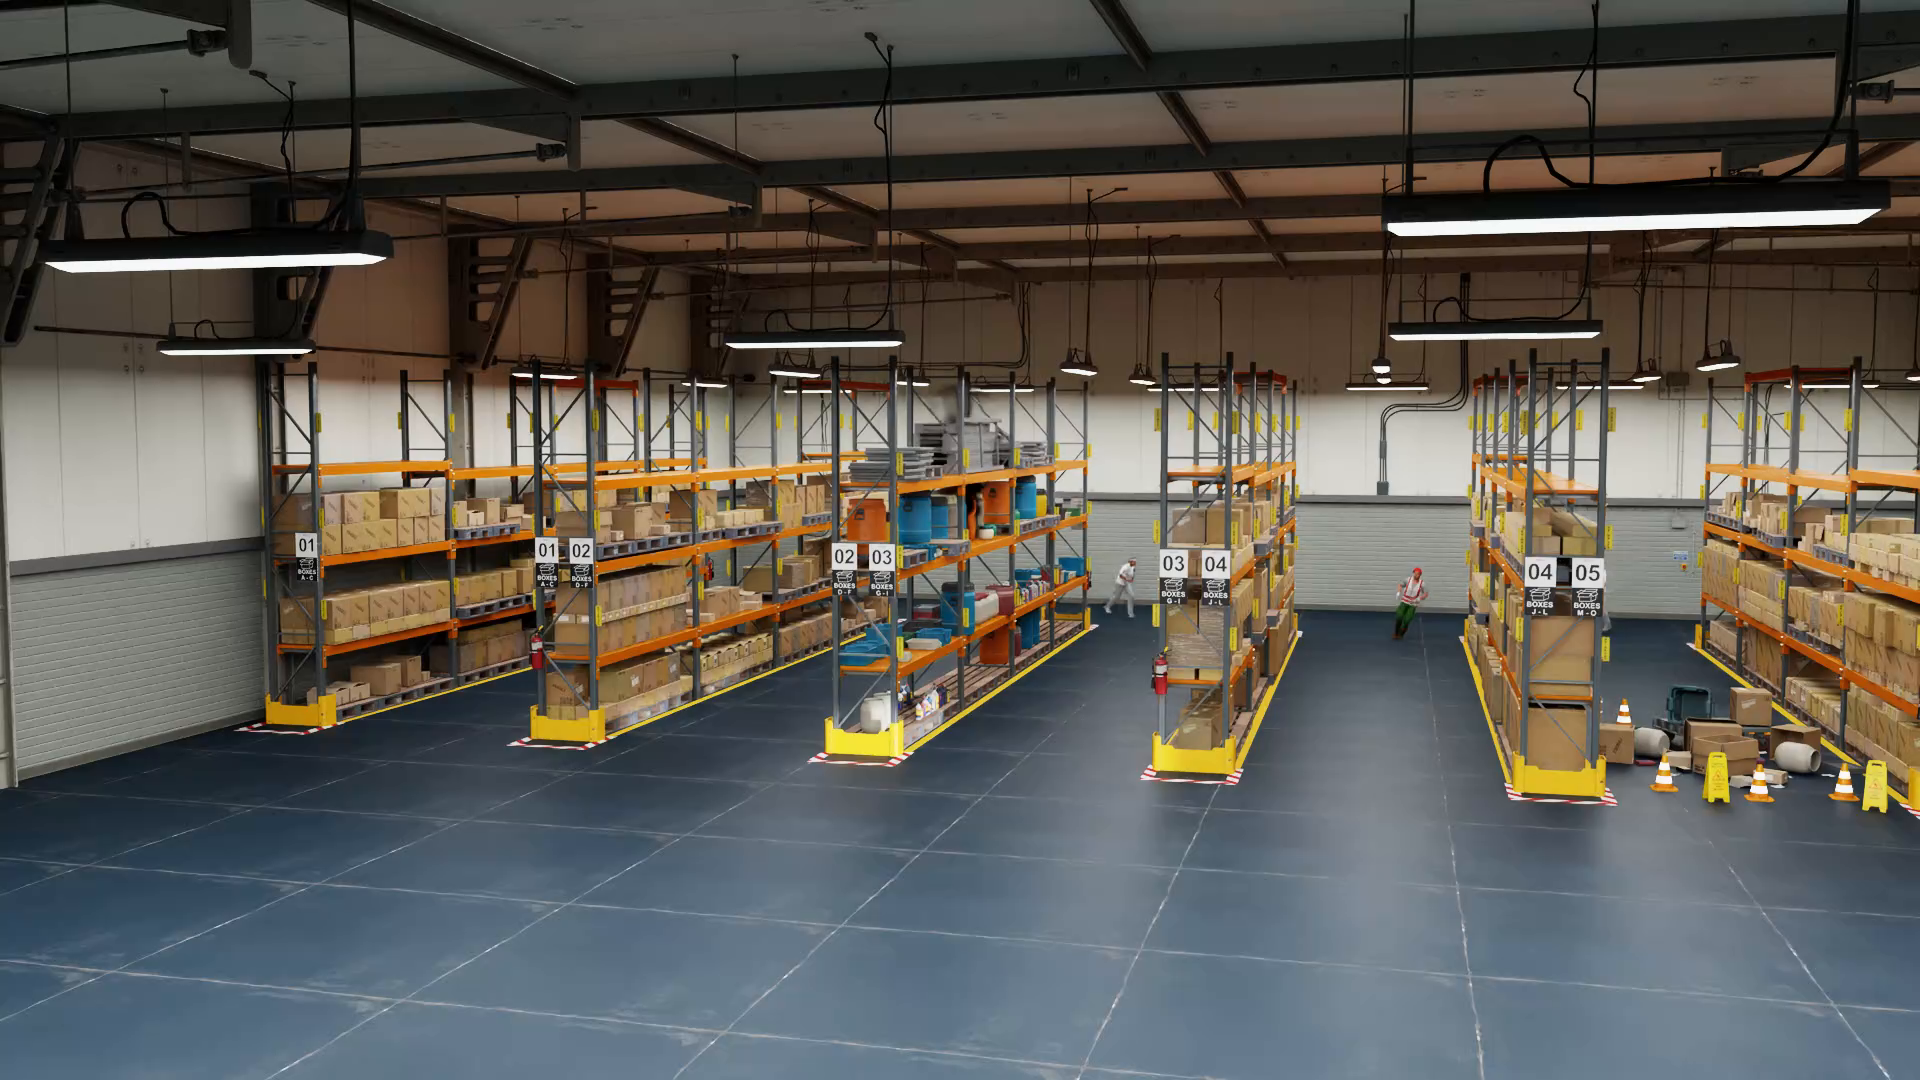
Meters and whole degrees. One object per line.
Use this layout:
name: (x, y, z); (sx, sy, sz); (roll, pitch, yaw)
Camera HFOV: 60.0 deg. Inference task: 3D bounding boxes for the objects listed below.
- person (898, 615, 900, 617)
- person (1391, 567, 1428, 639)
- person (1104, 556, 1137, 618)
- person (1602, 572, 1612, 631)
person: (-1.976, 1.183, 42.930); (0.796, 1.600, 0.587); (2, 5, 29)
person: (10.305, 1.459, 38.127); (0.820, 1.693, 0.566); (2, 4, 21)
person: (4.176, 1.210, 43.096); (0.986, 1.625, 0.617); (3, 5, 38)
person: (15.174, 1.338, 39.672); (0.778, 1.853, 0.632); (-1, 4, -14)
